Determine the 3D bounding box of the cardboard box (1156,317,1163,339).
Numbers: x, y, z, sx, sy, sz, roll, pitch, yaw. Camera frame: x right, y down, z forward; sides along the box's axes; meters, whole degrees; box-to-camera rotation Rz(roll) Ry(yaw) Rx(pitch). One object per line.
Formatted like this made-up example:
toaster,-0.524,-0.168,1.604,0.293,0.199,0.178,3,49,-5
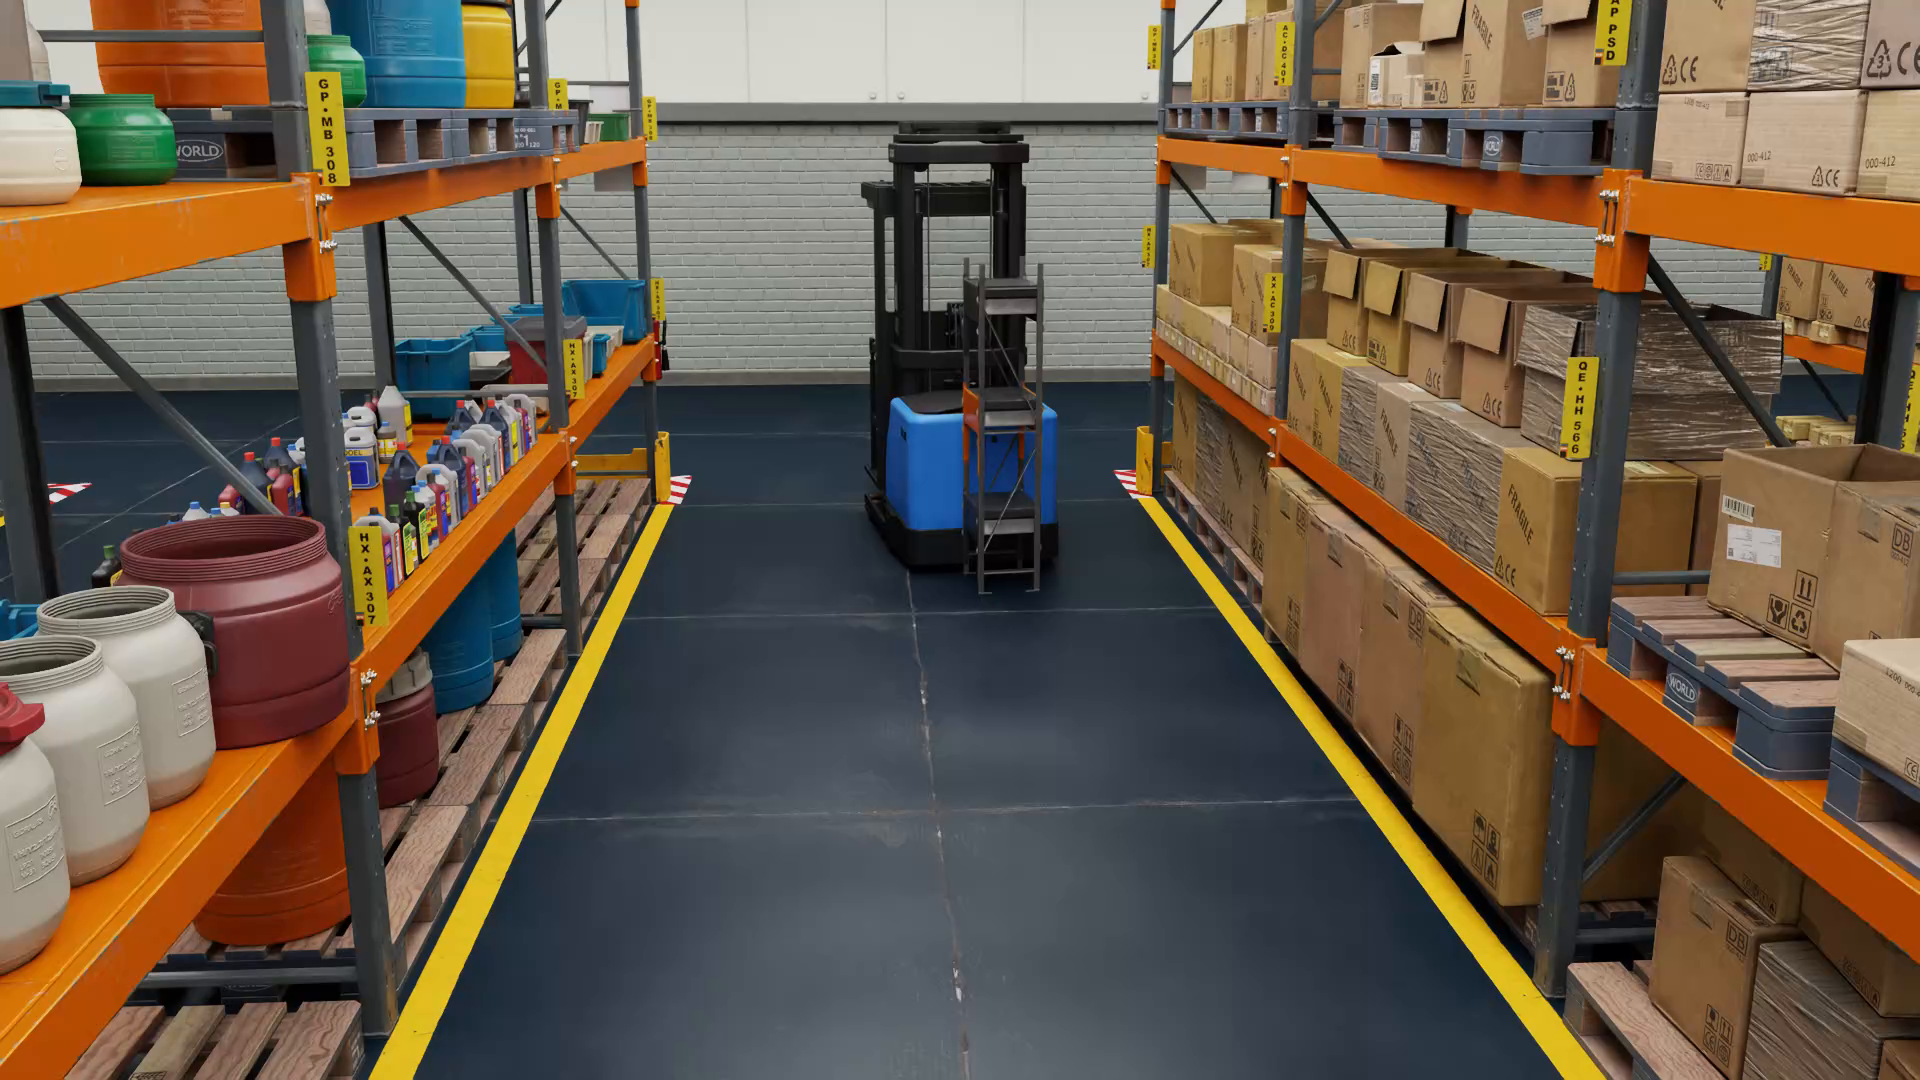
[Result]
cardboard box,1.733,-1.646,12.907,0.380,0.149,0.250,-1,14,-3

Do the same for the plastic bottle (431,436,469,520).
plastic bottle,-2.204,-0.268,7.148,0.144,0.351,0.185,-1,14,-3

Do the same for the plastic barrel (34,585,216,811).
plastic barrel,-2.131,0.404,4.213,0.421,0.512,0.421,0,14,0

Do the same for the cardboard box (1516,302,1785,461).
cardboard box,2.507,-0.588,6.076,0.797,0.503,0.637,0,14,-2

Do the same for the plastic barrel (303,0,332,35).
plastic barrel,-2.668,-1.955,6.470,0.433,0.535,0.433,0,14,0

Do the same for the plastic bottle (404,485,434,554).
plastic bottle,-2.143,-0.080,6.575,0.097,0.271,0.097,0,14,0

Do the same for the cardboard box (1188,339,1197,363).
cardboard box,1.815,-1.326,11.664,0.380,0.149,0.250,-1,14,-4

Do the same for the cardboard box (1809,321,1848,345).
cardboard box,6.710,-1.575,12.630,0.380,0.149,0.250,-1,14,-5

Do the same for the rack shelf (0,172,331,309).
rack shelf,-2.284,-0.402,2.991,1.077,0.370,4.000,-1,14,-3

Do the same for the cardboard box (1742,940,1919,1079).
cardboard box,2.644,1.430,4.581,0.700,0.500,0.500,-2,15,-8

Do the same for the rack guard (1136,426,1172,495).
rack guard,2.039,-0.656,13.573,1.175,0.500,0.348,-1,14,-3

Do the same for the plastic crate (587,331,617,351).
plastic crate,-2.668,-1.413,11.908,0.396,0.136,0.243,-1,14,-3

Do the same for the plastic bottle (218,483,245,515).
plastic bottle,-2.929,-0.116,6.693,0.061,0.283,0.133,-1,14,-3

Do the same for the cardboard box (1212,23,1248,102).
cardboard box,2.121,-3.216,11.240,0.700,0.500,0.500,-2,15,-7

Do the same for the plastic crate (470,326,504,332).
plastic crate,-3.135,-1.338,11.424,0.416,0.233,0.300,-1,14,-3

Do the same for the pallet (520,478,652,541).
pallet,-2.891,-0.228,12.489,1.003,0.211,1.213,-1,14,-3

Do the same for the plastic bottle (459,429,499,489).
plastic bottle,-2.246,-0.387,7.758,0.152,0.276,0.135,-1,14,-3

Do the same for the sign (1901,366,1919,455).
sign,3.077,-0.404,5.413,0.100,0.325,0.005,-1,14,-3

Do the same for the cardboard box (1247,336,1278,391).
cardboard box,1.999,-1.043,9.765,0.500,0.250,0.500,-1,14,-4

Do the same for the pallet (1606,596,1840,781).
pallet,2.686,0.397,4.847,1.213,0.211,1.003,-1,14,-3

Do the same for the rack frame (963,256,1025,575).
rack frame,0.221,-0.795,10.902,0.400,2.100,0.015,-3,15,-11

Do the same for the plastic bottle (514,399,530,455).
plastic bottle,-2.248,-0.583,8.507,0.061,0.283,0.133,-1,14,-3

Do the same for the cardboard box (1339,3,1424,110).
cardboard box,2.334,-2.426,8.374,0.700,0.500,0.500,-1,14,-2

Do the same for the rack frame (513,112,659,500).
rack frame,-2.903,-1.784,12.941,1.000,3.000,0.127,-1,14,-3

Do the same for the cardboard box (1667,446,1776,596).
cardboard box,2.777,-0.045,5.980,0.500,0.500,0.500,0,14,-2

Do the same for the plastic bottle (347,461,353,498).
plastic bottle,-2.812,-0.291,7.536,0.097,0.201,0.097,0,14,0

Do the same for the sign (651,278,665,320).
sign,-2.355,-1.876,12.970,0.100,0.325,0.005,-1,14,-3

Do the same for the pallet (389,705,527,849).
pallet,-2.571,1.058,7.492,1.003,0.211,1.213,-1,14,-3

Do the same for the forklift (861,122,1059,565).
forklift,-0.119,-1.572,12.253,1.130,2.935,3.031,-3,15,-11

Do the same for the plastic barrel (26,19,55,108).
plastic barrel,-2.694,-1.220,4.502,0.421,0.512,0.421,0,14,0

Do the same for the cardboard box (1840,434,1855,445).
cardboard box,6.813,-0.696,12.395,0.380,0.149,0.250,-2,15,-6

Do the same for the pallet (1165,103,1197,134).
pallet,2.097,-3.086,12.159,1.003,0.211,1.213,-1,14,-3

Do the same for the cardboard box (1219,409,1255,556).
cardboard box,2.271,-0.430,11.097,0.875,0.875,0.875,-1,14,-3

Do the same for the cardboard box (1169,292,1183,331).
cardboard box,1.839,-1.679,12.238,0.500,0.250,0.500,-1,14,-4

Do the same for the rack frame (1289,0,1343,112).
rack frame,2.288,-3.771,8.625,1.000,3.000,0.127,-1,14,-3

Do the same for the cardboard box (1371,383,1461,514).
cardboard box,2.167,-0.418,7.431,0.500,0.500,0.500,-1,14,-2

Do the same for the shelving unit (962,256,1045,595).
shelving unit,0.268,-0.735,10.670,0.431,2.100,0.503,-3,15,-11

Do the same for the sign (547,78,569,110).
sign,-2.106,-2.255,8.731,0.100,0.325,0.005,-1,14,-3

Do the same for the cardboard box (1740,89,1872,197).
cardboard box,2.342,-1.003,4.185,0.500,0.250,0.500,-1,14,-2

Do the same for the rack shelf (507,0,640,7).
rack shelf,-2.779,-3.650,10.400,1.077,0.370,4.000,-1,14,-3

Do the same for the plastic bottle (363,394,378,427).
plastic bottle,-3.050,-0.602,8.581,0.061,0.283,0.133,-1,14,-3

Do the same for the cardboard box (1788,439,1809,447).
cardboard box,6.773,-0.745,13.183,0.380,0.149,0.250,0,14,-1

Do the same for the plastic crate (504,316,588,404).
plastic crate,-2.460,-1.075,9.938,0.402,0.464,0.583,-1,14,-3

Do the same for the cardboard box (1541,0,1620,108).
cardboard box,2.426,-1.728,5.652,0.797,0.503,0.637,0,14,0

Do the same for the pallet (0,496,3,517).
pallet,-7.792,-0.141,12.151,1.003,0.211,1.213,-1,14,-3

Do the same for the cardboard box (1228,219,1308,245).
cardboard box,2.333,-2.178,12.672,0.500,0.500,0.500,-1,14,-3

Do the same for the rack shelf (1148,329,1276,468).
rack shelf,2.164,-1.015,11.395,1.077,0.370,4.000,-1,14,-3

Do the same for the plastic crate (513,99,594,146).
plastic crate,-2.459,-2.492,9.935,0.497,0.269,0.590,-1,14,-3

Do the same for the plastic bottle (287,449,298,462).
plastic bottle,-2.949,-0.265,7.294,0.097,0.271,0.097,0,14,0

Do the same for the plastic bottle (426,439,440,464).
plastic bottle,-2.355,-0.320,7.509,0.097,0.271,0.097,0,14,0

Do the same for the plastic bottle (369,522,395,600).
plastic bottle,-2.087,0.067,5.981,0.061,0.283,0.133,-1,14,-3

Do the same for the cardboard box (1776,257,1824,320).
cardboard box,6.749,-1.989,12.939,0.500,0.500,0.500,0,14,-1

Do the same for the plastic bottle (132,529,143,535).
plastic bottle,-2.873,0.110,5.812,0.061,0.283,0.133,-1,14,-3

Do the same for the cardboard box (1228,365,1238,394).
cardboard box,1.894,-1.007,10.424,0.380,0.149,0.250,-1,14,-2

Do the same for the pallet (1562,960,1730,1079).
pallet,2.583,1.674,5.098,1.003,0.211,1.213,-1,14,-3
